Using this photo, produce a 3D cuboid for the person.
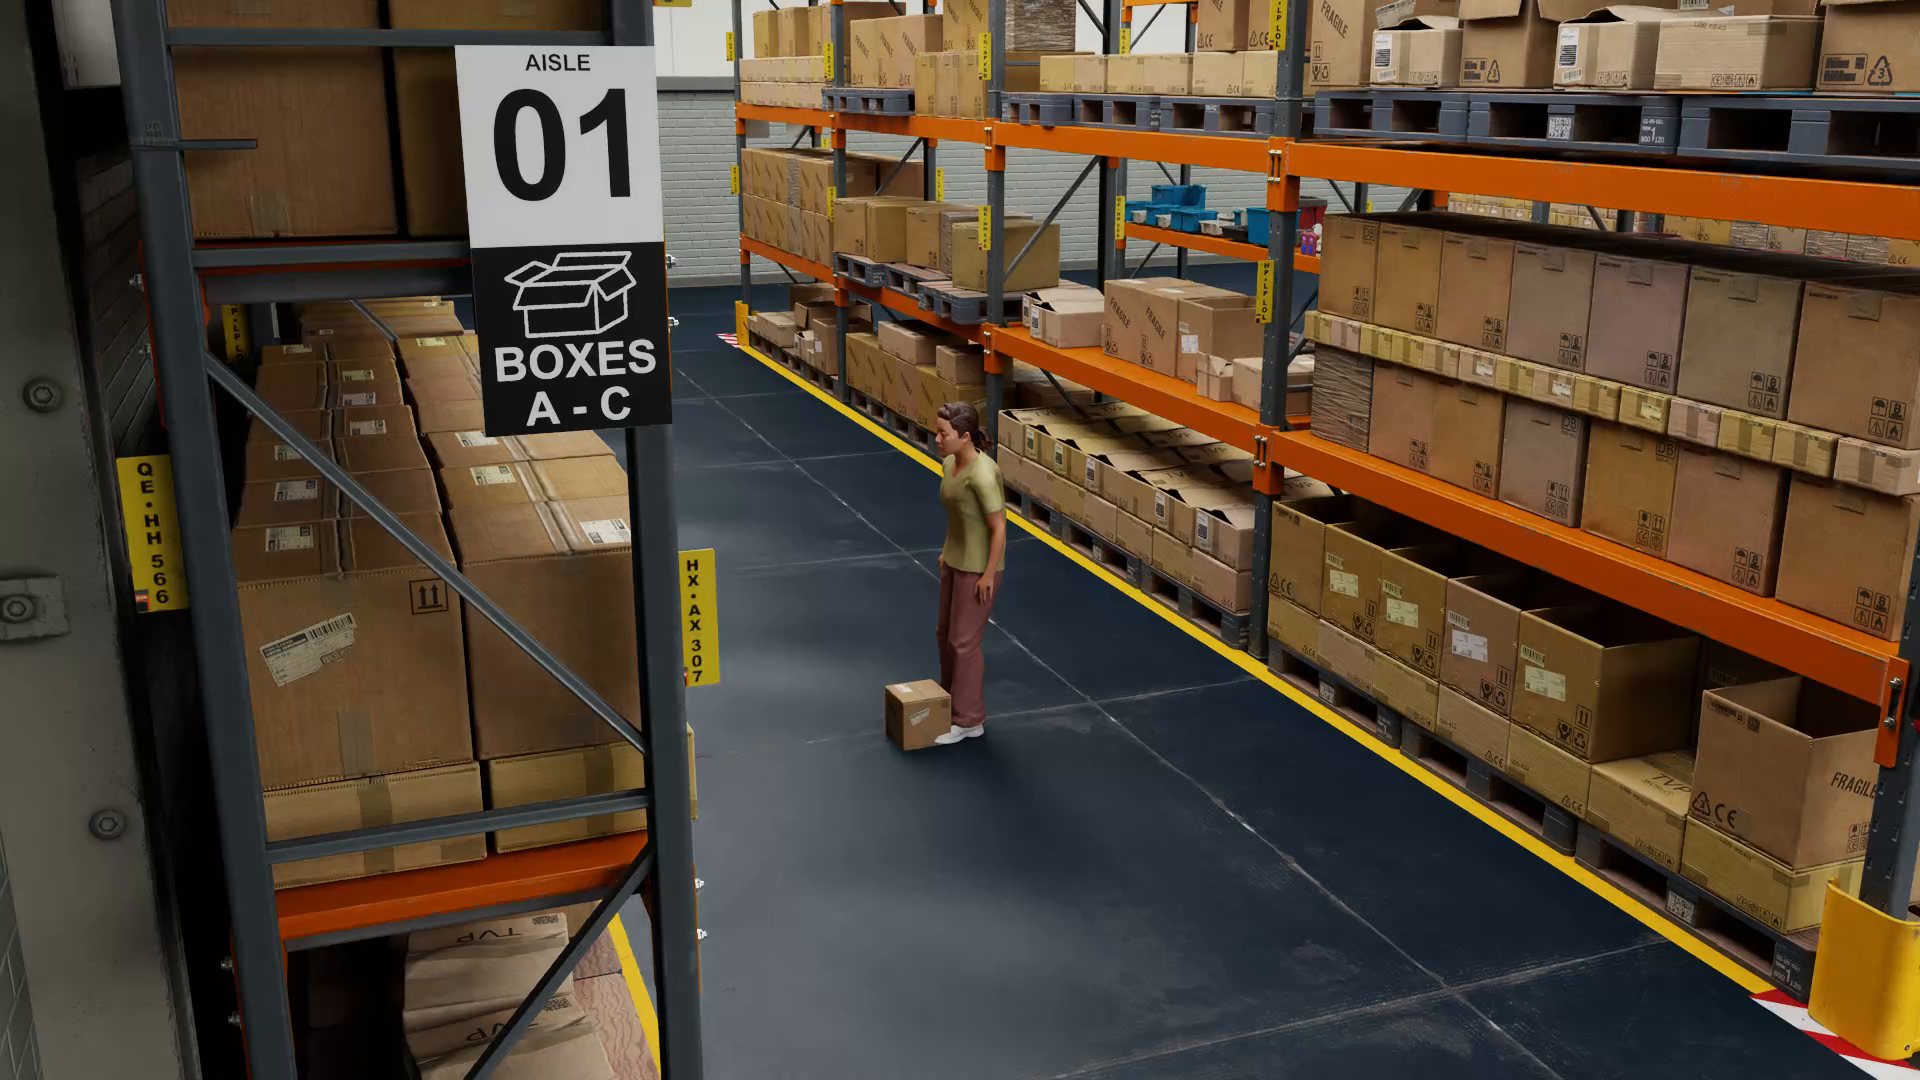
[{"bbox_3d":[0.000,0.146,8.010,0.415,1.671,0.521,-7,17,-23],"label":"person"}]
